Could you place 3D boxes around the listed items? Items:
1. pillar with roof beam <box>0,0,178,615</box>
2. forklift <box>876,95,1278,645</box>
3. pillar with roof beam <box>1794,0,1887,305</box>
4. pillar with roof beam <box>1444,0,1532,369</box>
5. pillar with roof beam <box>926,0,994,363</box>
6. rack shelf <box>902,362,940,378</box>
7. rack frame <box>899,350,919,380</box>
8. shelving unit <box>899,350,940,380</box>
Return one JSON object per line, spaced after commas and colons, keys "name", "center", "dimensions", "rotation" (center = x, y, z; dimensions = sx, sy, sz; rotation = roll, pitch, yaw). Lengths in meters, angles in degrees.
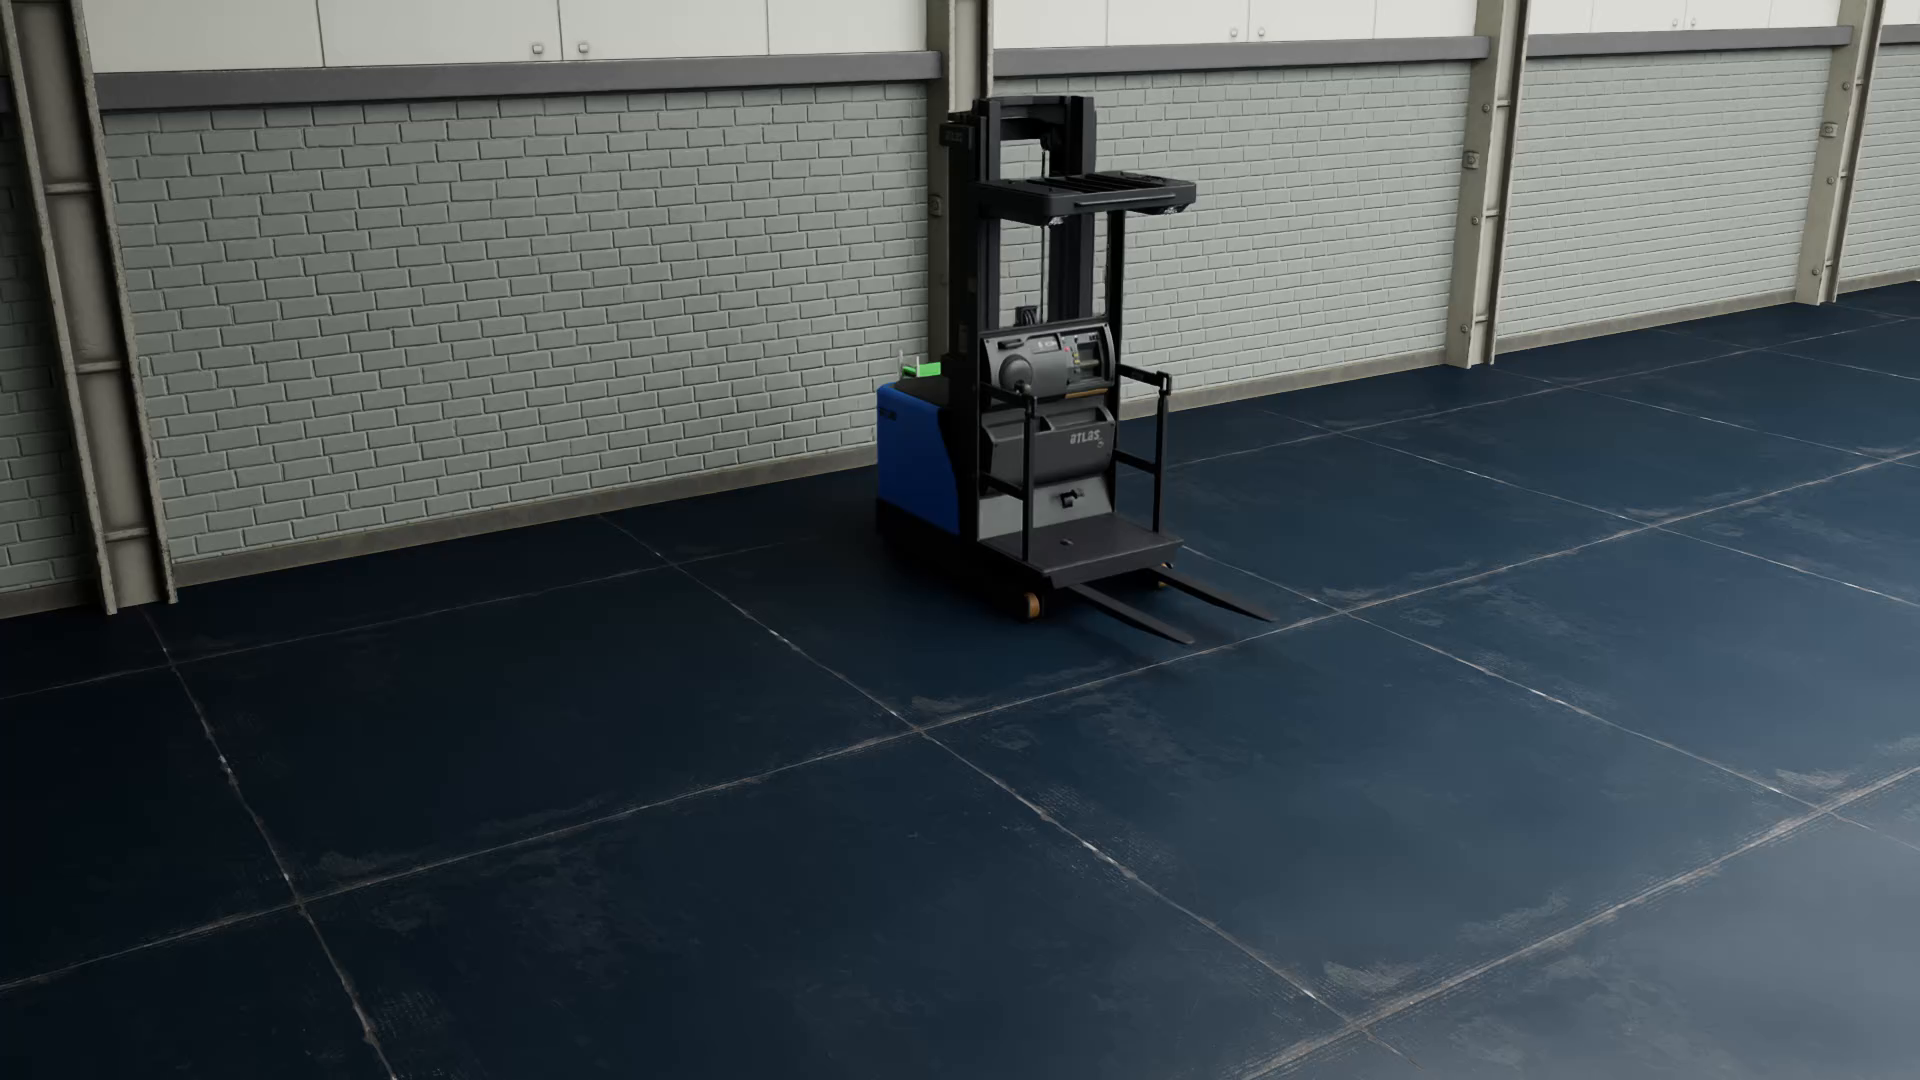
{"name": "pillar with roof beam", "center": [-2.643, -2.739, 5.297], "dimensions": [0.400, 9.000, 9.100], "rotation": [-12, 22, -31]}
{"name": "forklift", "center": [0.663, -1.085, 9.879], "dimensions": [1.130, 2.935, 3.031], "rotation": [-12, 22, -31]}
{"name": "pillar with roof beam", "center": [12.390, -5.910, 14.675], "dimensions": [0.400, 9.000, 9.100], "rotation": [-12, 22, -31]}
{"name": "pillar with roof beam", "center": [7.379, -4.853, 11.549], "dimensions": [0.400, 9.000, 9.100], "rotation": [-12, 22, -31]}
{"name": "pillar with roof beam", "center": [2.368, -3.796, 8.423], "dimensions": [0.400, 9.000, 9.100], "rotation": [-12, 22, -31]}
{"name": "rack shelf", "center": [-0.141, -1.128, 11.409], "dimensions": [0.480, 0.148, 0.258], "rotation": [-12, 22, -31]}
{"name": "rack frame", "center": [-0.344, -0.691, 11.414], "dimensions": [0.015, 1.200, 0.240], "rotation": [-12, 22, -31]}
{"name": "shelving unit", "center": [-0.140, -0.734, 11.541], "dimensions": [0.503, 1.200, 0.258], "rotation": [-12, 22, -31]}
